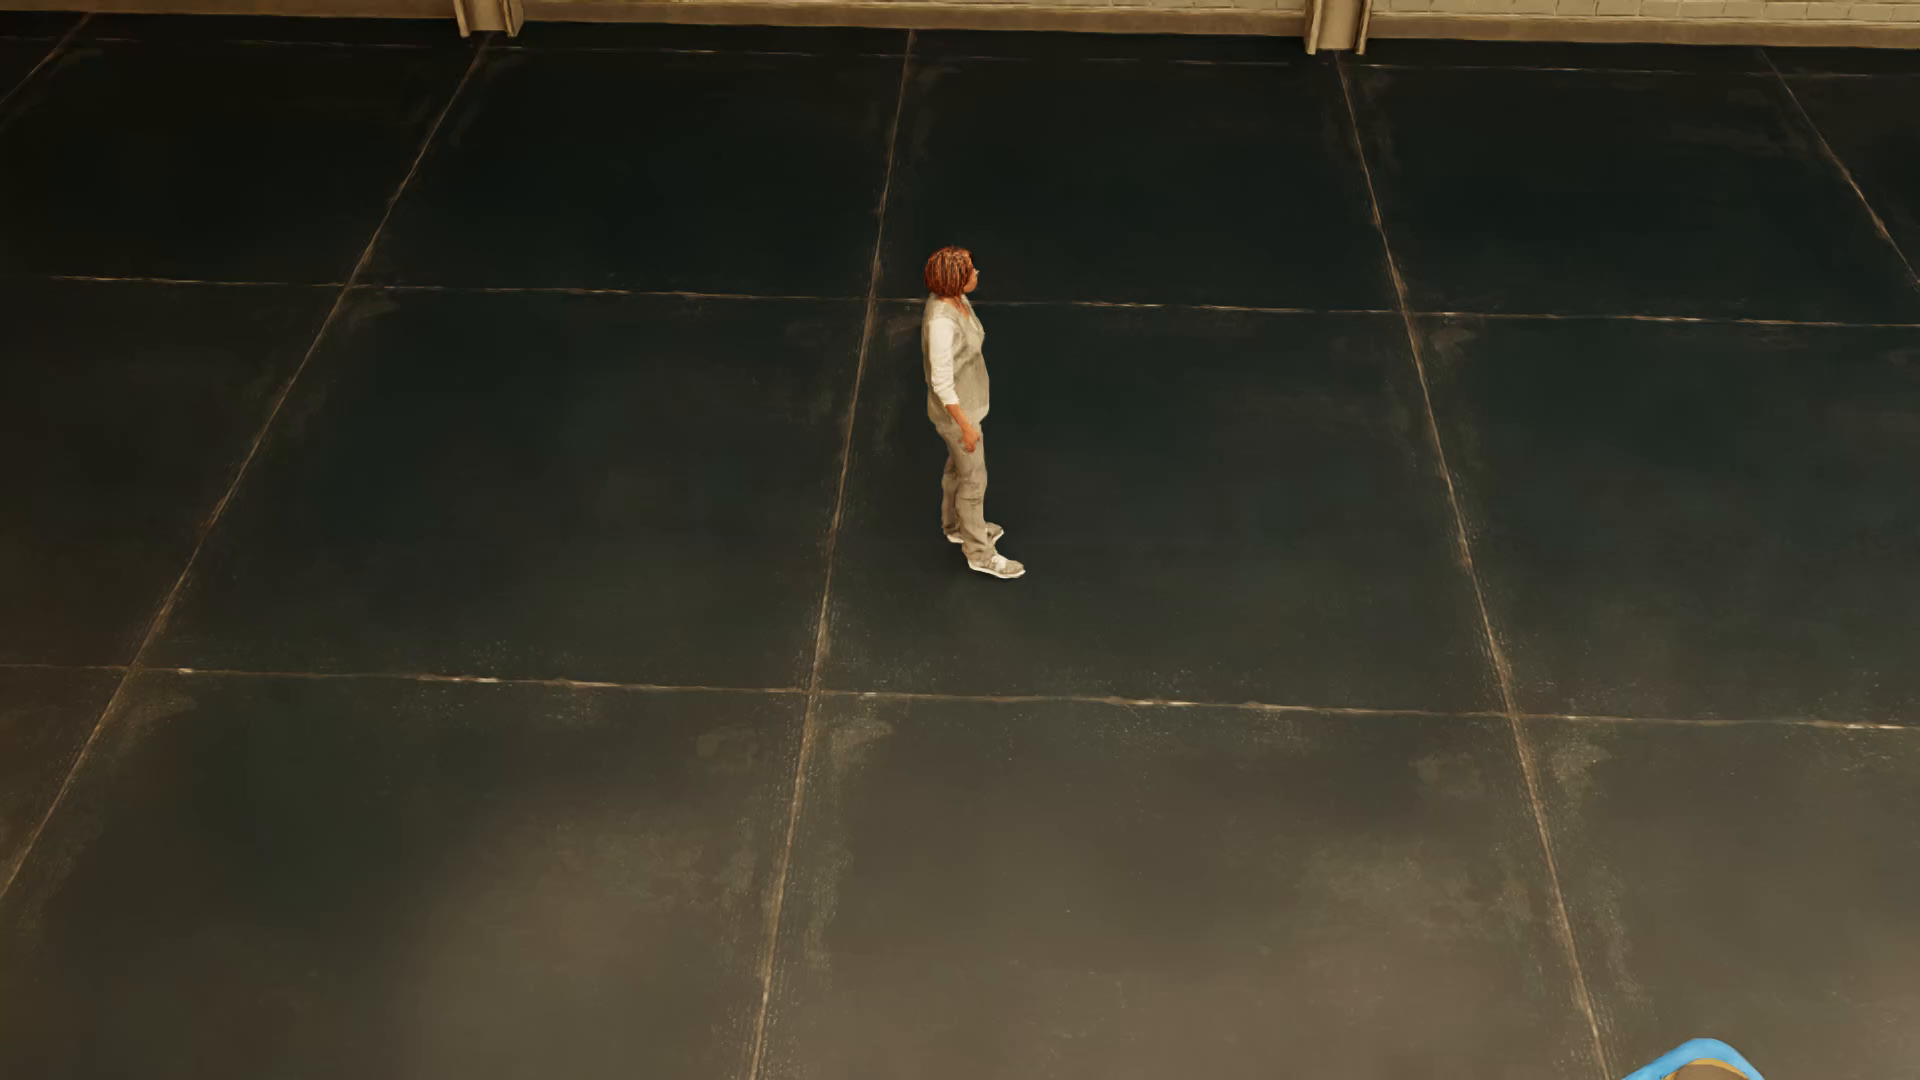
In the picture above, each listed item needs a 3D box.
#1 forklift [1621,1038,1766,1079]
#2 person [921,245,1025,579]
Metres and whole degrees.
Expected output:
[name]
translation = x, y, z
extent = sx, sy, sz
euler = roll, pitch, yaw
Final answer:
[forklift]
translation = 2.443, 2.151, 3.386
extent = 1.130, 2.935, 3.031
euler = -20, 46, -20
[person]
translation = 0.073, -0.583, 7.360
extent = 0.474, 1.597, 0.521
euler = 2, 42, 2
